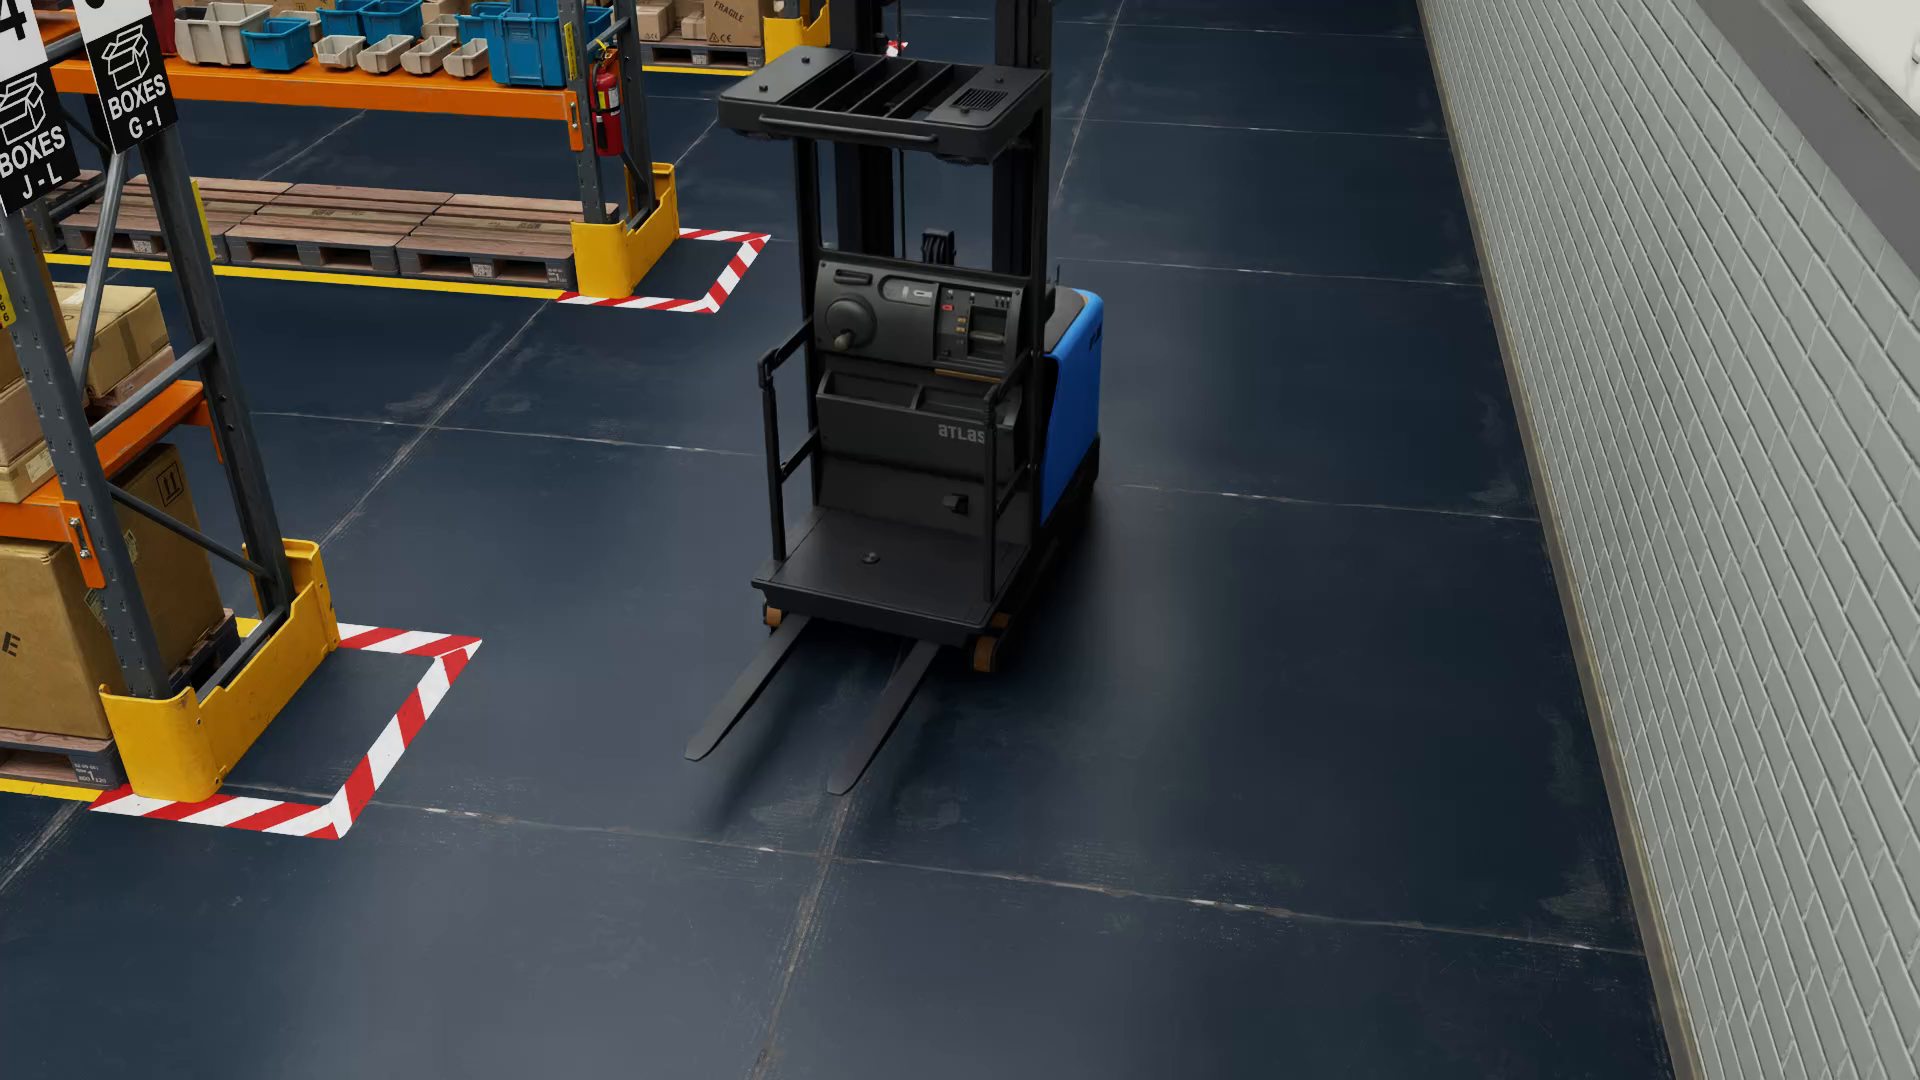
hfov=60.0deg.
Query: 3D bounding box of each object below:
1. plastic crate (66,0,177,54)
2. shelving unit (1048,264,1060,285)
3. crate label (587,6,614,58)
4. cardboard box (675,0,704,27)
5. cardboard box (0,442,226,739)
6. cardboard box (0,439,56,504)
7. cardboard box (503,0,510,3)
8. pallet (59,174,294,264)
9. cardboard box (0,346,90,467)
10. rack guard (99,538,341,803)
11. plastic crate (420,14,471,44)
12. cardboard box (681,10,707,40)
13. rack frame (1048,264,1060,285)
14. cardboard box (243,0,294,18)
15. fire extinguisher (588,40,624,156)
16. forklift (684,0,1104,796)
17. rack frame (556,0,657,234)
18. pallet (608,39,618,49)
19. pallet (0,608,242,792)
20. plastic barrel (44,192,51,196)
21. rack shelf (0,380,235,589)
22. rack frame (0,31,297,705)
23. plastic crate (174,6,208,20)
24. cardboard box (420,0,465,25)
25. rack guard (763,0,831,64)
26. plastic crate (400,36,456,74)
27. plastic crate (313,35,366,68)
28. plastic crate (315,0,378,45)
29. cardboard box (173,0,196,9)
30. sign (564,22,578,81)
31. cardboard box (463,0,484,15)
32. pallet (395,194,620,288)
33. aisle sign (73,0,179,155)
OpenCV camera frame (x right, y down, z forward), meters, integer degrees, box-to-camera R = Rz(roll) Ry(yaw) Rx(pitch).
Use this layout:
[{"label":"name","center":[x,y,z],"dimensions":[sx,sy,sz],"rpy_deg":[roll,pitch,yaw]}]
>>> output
[{"label":"plastic crate","center":[-5.351,-3.337,10.637],"dimensions":[0.583,0.464,0.402],"rpy_deg":[5,32,8]},{"label":"shelving unit","center":[0.354,-0.932,8.741],"dimensions":[0.252,1.050,0.215],"rpy_deg":[10,31,15]},{"label":"crate label","center":[-2.434,-3.287,10.775],"dimensions":[0.303,0.233,0.416],"rpy_deg":[5,32,8]},{"label":"cardboard box","center":[-2.390,-4.991,15.573],"dimensions":[0.500,0.250,0.500],"rpy_deg":[5,32,8]},{"label":"cardboard box","center":[-3.723,0.160,6.774],"dimensions":[0.875,0.875,0.875],"rpy_deg":[5,32,8]},{"label":"cardboard box","center":[-3.485,-0.301,6.140],"dimensions":[0.250,0.149,0.380],"rpy_deg":[6,33,9]},{"label":"cardboard box","center":[-4.003,-5.163,15.790],"dimensions":[0.500,0.311,0.500],"rpy_deg":[5,32,8]},{"label":"pallet","center":[-5.457,-2.268,11.674],"dimensions":[1.213,0.211,1.003],"rpy_deg":[5,32,8]},{"label":"cardboard box","center":[-3.601,-0.515,6.106],"dimensions":[0.500,0.250,0.500],"rpy_deg":[5,32,7]},{"label":"rack guard","center":[-3.055,0.514,6.957],"dimensions":[0.348,0.500,1.175],"rpy_deg":[5,32,8]},{"label":"plastic crate","center":[-3.405,-3.378,11.012],"dimensions":[0.298,0.136,0.250],"rpy_deg":[5,32,8]},{"label":"cardboard box","center":[-2.370,-4.717,15.214],"dimensions":[0.250,0.166,0.380],"rpy_deg":[5,32,8]},{"label":"rack frame","center":[0.470,-0.912,8.708],"dimensions":[0.008,1.050,0.200],"rpy_deg":[10,31,15]},{"label":"cardboard box","center":[-6.372,-5.155,15.600],"dimensions":[0.500,0.500,0.500],"rpy_deg":[5,32,8]},{"label":"fire extinguisher","center":[-2.174,-2.696,10.154],"dimensions":[0.183,0.674,0.296],"rpy_deg":[5,32,8]},{"label":"forklift","center":[-0.253,-0.903,6.930],"dimensions":[1.130,2.935,3.031],"rpy_deg":[11,34,17]},{"label":"rack frame","center":[-2.246,-3.138,10.436],"dimensions":[0.127,3.000,1.000],"rpy_deg":[5,32,8]},{"label":"pallet","center":[-3.469,-4.734,15.614],"dimensions":[1.213,0.211,1.003],"rpy_deg":[5,32,8]},{"label":"pallet","center":[-3.880,0.604,7.086],"dimensions":[1.213,0.211,1.003],"rpy_deg":[5,32,8]},{"label":"plastic barrel","center":[-6.722,-2.841,11.544],"dimensions":[0.708,0.901,0.600],"rpy_deg":[5,32,8]},{"label":"rack shelf","center":[-5.051,-0.421,6.774],"dimensions":[4.000,0.370,1.077],"rpy_deg":[5,32,8]},{"label":"rack frame","center":[-3.079,-0.548,6.298],"dimensions":[0.127,3.000,1.000],"rpy_deg":[5,32,8]},{"label":"plastic crate","center":[-5.040,-3.444,11.129],"dimensions":[0.590,0.125,0.437],"rpy_deg":[5,32,8]},{"label":"cardboard box","center":[-4.974,-4.982,15.501],"dimensions":[0.500,0.311,0.500],"rpy_deg":[5,32,8]},{"label":"rack guard","center":[-1.484,-4.676,15.249],"dimensions":[0.348,0.500,1.175],"rpy_deg":[5,32,8]},{"label":"plastic crate","center":[-3.363,-3.063,10.509],"dimensions":[0.243,0.136,0.396],"rpy_deg":[5,32,8]},{"label":"plastic crate","center":[-3.937,-3.092,10.555],"dimensions":[0.250,0.136,0.298],"rpy_deg":[5,32,8]},{"label":"plastic crate","center":[-4.027,-3.431,11.006],"dimensions":[0.300,0.233,0.416],"rpy_deg":[5,32,8]},{"label":"cardboard box","center":[-7.368,-5.244,15.742],"dimensions":[0.500,0.500,0.500],"rpy_deg":[4,32,7]},{"label":"sign","center":[-2.322,-2.918,9.931],"dimensions":[0.005,0.325,0.100],"rpy_deg":[5,32,8]},{"label":"cardboard box","center":[-4.742,-5.310,15.847],"dimensions":[0.500,0.500,0.500],"rpy_deg":[5,32,8]},{"label":"pallet","center":[-3.052,-2.050,11.326],"dimensions":[1.213,0.211,1.003],"rpy_deg":[5,32,8]},{"label":"aisle sign","center":[-2.958,-1.800,5.848],"dimensions":[0.004,0.787,0.394],"rpy_deg":[5,32,8]}]
